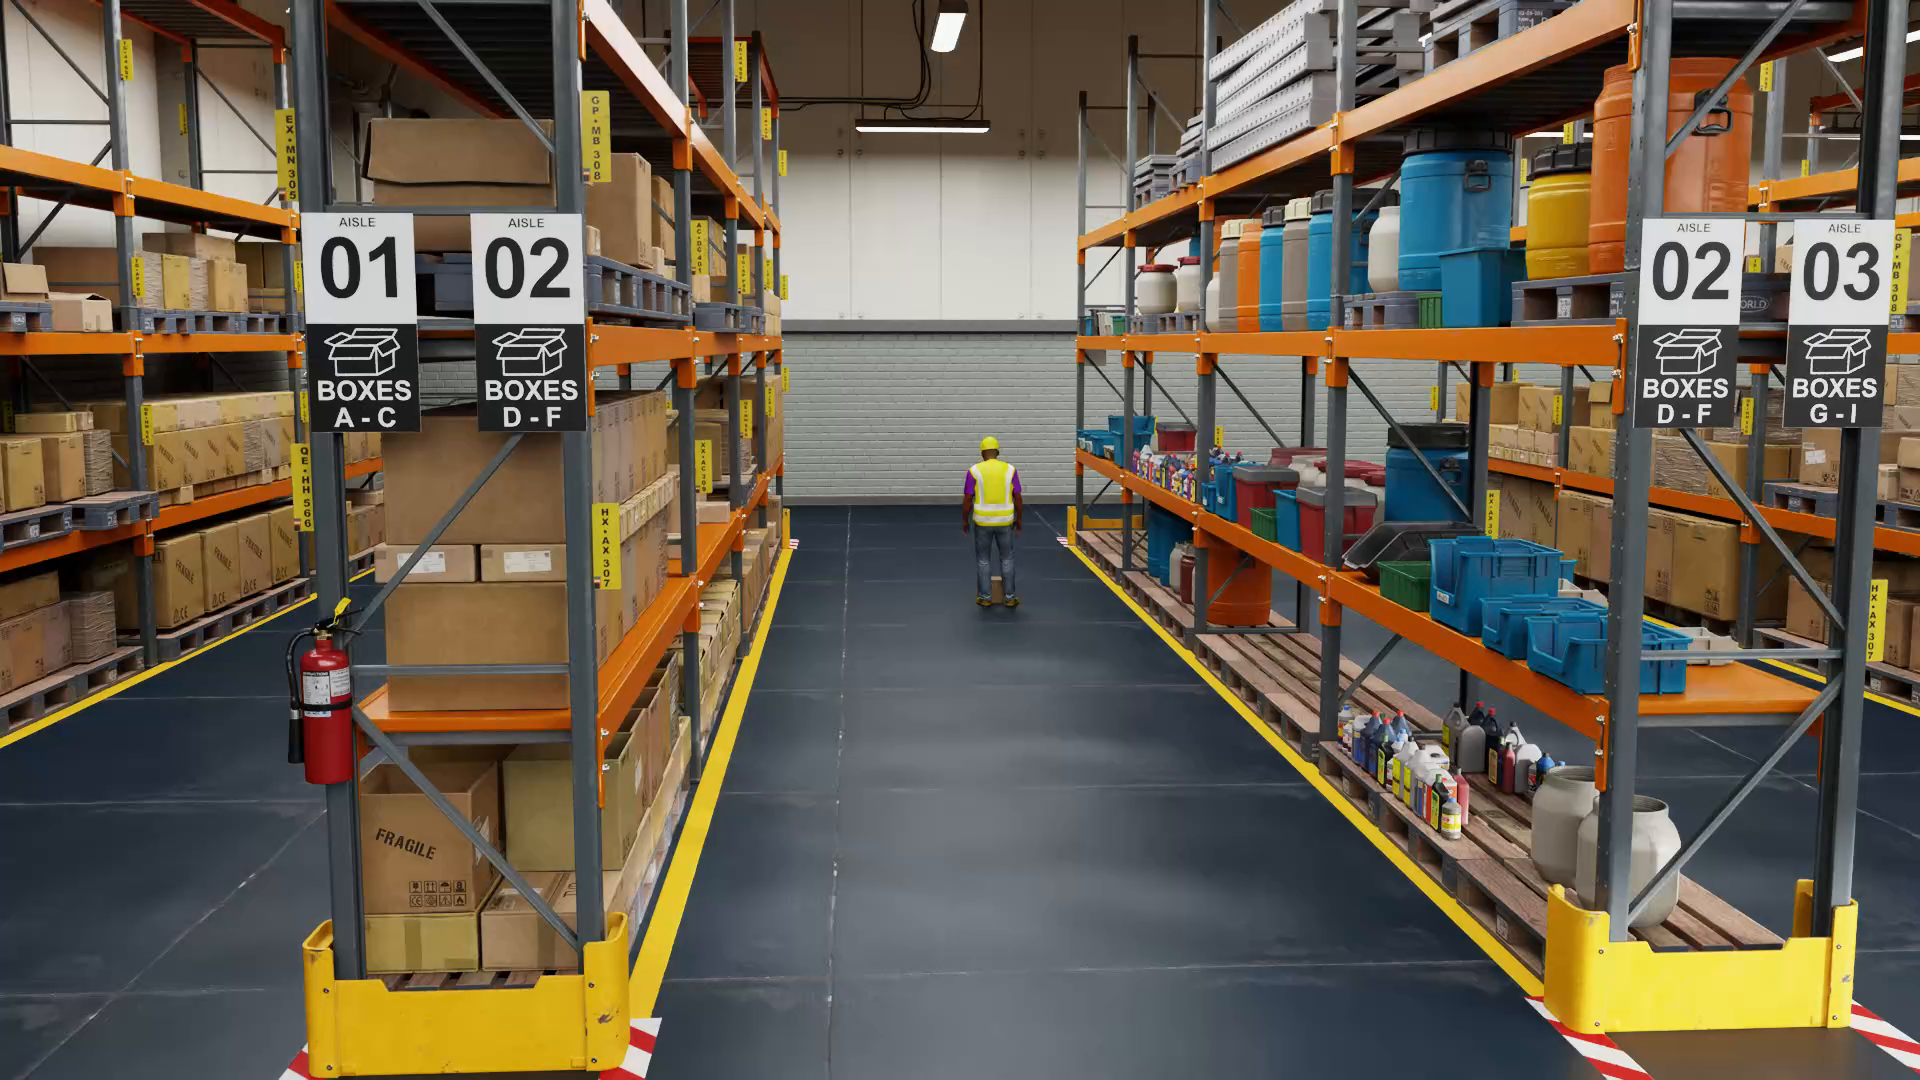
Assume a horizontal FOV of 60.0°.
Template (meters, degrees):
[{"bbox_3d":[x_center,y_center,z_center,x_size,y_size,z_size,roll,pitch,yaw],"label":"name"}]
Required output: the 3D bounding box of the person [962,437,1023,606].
[{"bbox_3d":[0.337,-0.193,17.284,0.636,1.761,0.454,-1,7,-7],"label":"person"}]
